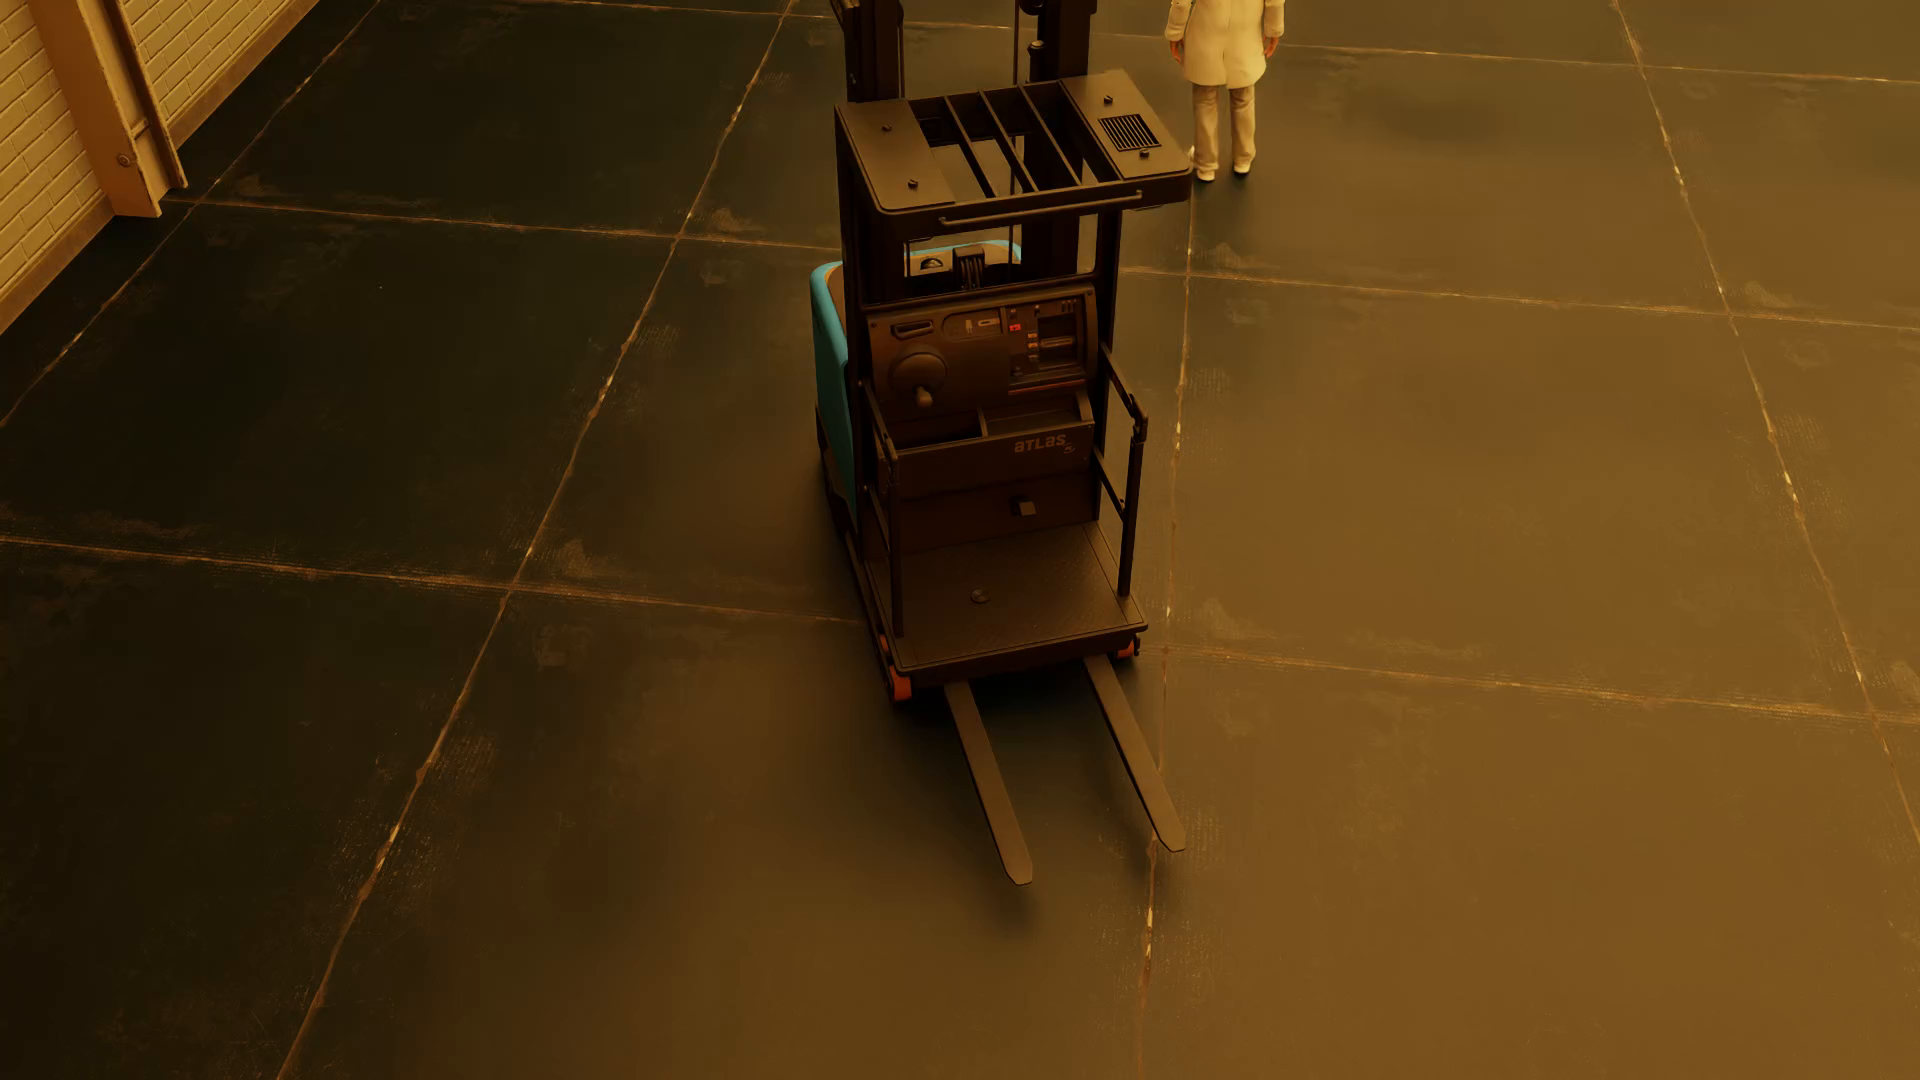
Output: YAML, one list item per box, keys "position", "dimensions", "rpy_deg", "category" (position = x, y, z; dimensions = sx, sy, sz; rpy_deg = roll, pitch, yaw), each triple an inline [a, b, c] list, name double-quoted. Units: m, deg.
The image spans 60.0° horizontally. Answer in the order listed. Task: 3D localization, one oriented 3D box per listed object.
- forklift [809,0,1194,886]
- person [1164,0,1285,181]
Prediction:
- position: [0.153, -0.681, 6.465]
  dimensions: [1.130, 2.935, 3.031]
  rpy_deg: [-10, 44, -11]
  category: "forklift"
- position: [1.551, -2.989, 9.822]
  dimensions: [0.693, 1.779, 0.575]
  rpy_deg: [2, 43, 3]
  category: "person"
